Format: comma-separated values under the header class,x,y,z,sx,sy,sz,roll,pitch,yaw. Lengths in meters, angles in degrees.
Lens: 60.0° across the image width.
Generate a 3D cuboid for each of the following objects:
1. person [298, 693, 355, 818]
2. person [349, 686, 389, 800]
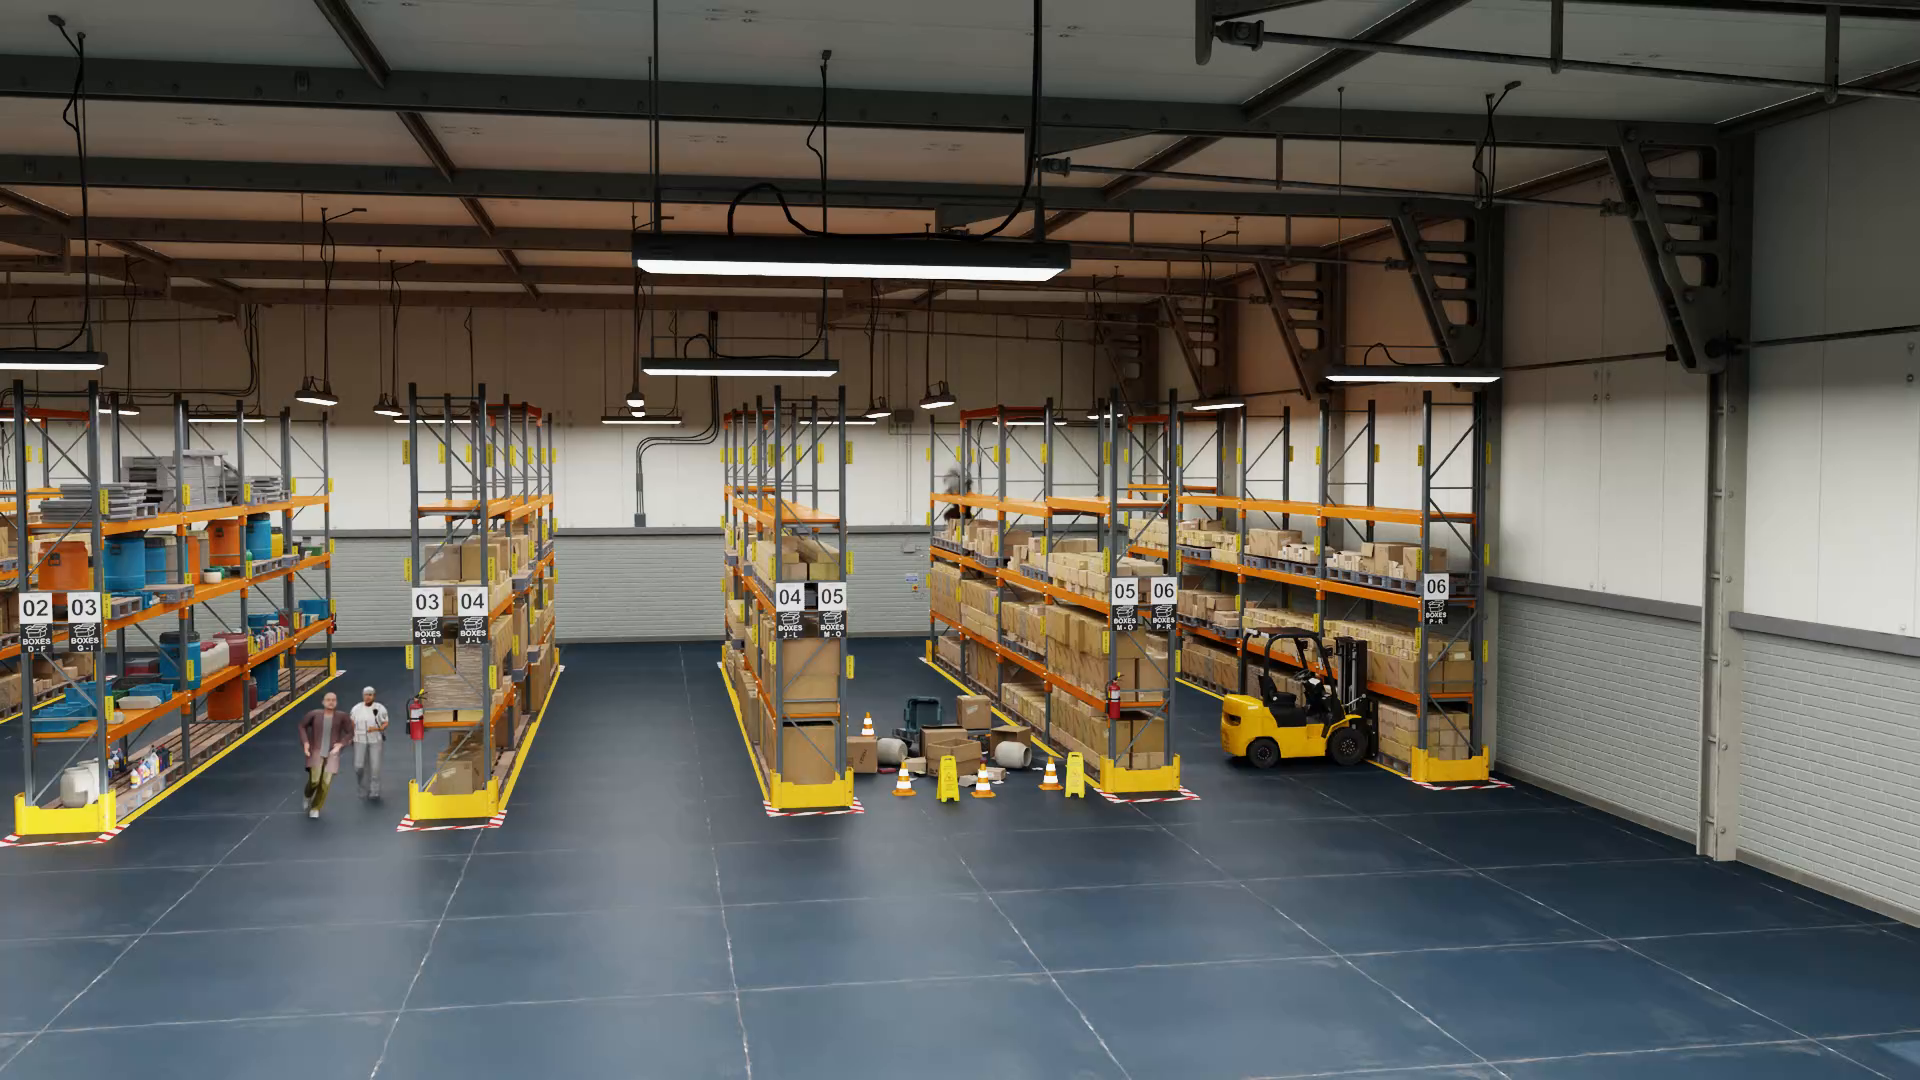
class,x,y,z,sx,sy,sz,roll,pitch,yaw
person,-8.795,2.983,23.113,0.730,1.722,0.580,-1,3,-25
person,-8.592,2.951,24.134,0.589,1.645,0.645,-1,3,-15
